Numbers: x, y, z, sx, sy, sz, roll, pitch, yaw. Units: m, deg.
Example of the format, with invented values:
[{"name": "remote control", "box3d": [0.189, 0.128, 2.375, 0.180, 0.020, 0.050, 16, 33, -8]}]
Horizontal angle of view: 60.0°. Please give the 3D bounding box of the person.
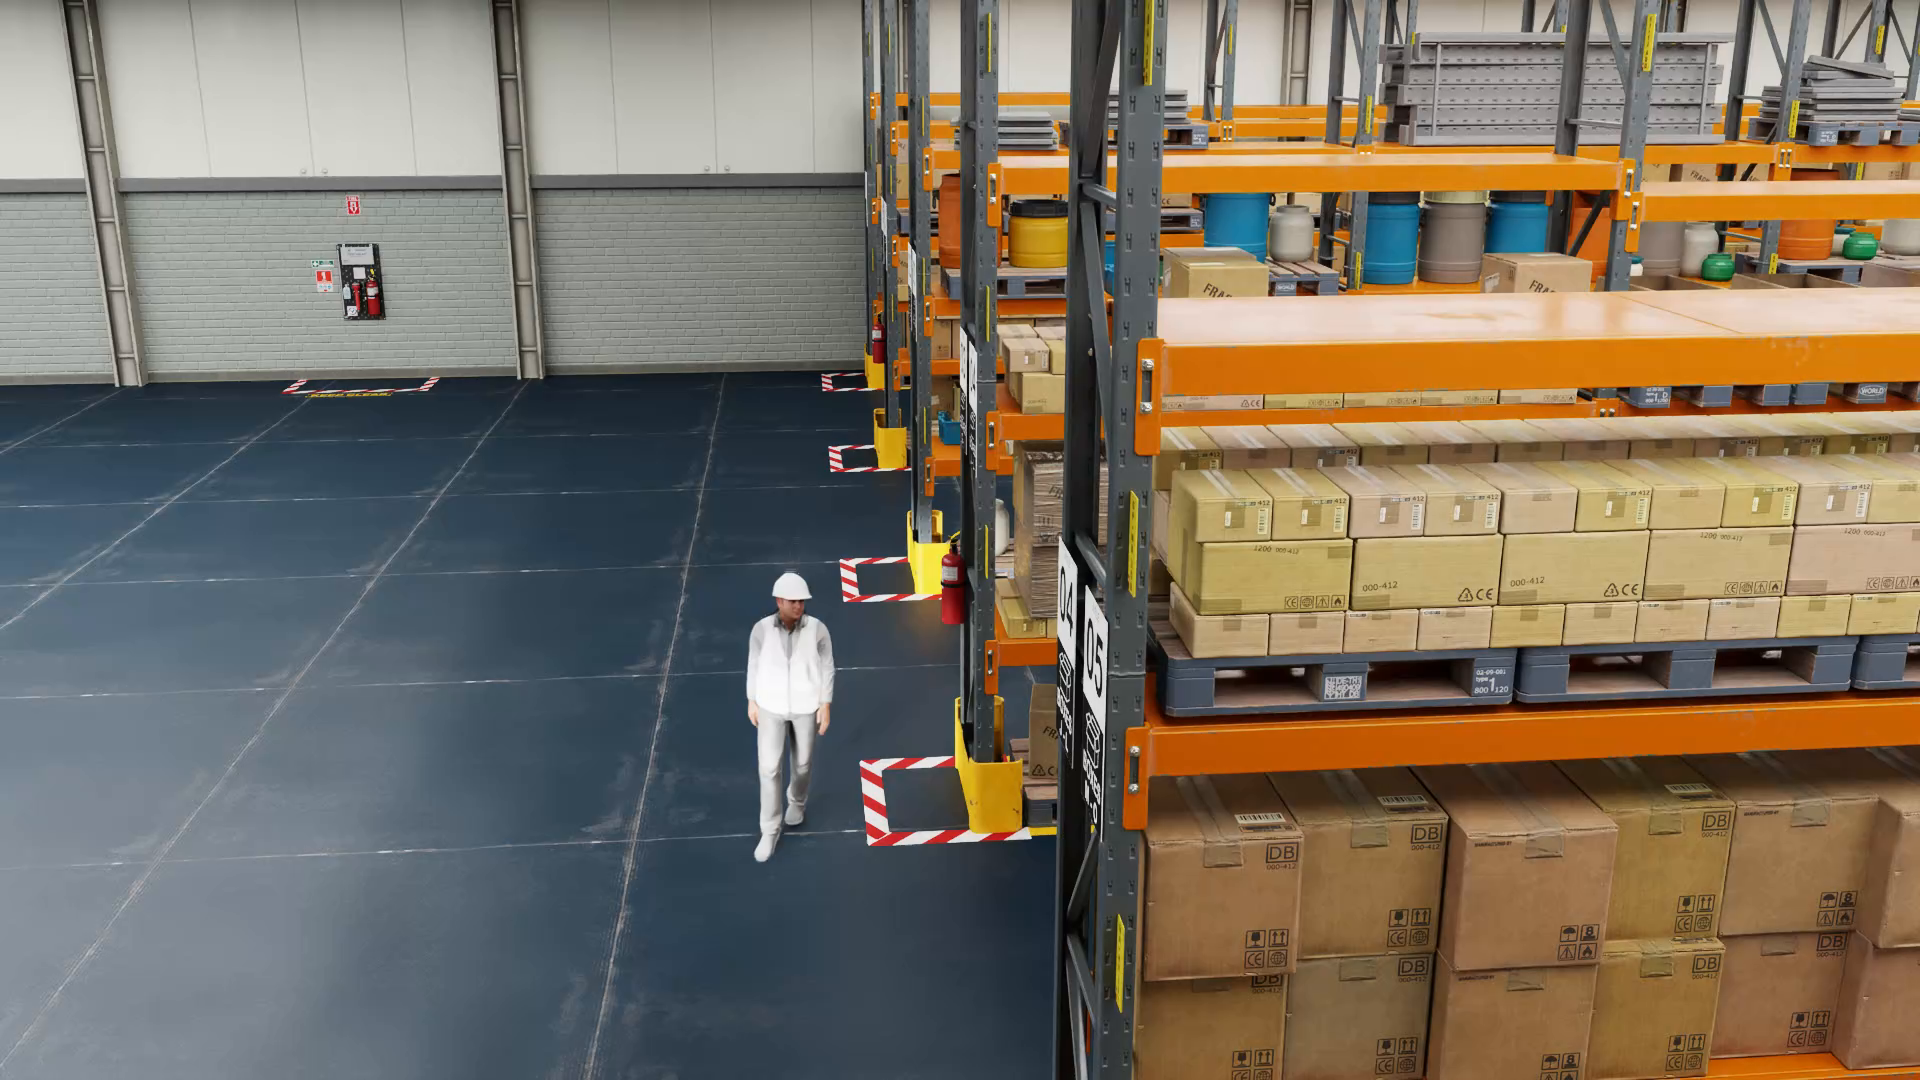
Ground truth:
[{"name": "person", "box3d": [-1.085, 1.107, 10.725, 0.572, 1.811, 0.717, -2, 17, -6]}]
